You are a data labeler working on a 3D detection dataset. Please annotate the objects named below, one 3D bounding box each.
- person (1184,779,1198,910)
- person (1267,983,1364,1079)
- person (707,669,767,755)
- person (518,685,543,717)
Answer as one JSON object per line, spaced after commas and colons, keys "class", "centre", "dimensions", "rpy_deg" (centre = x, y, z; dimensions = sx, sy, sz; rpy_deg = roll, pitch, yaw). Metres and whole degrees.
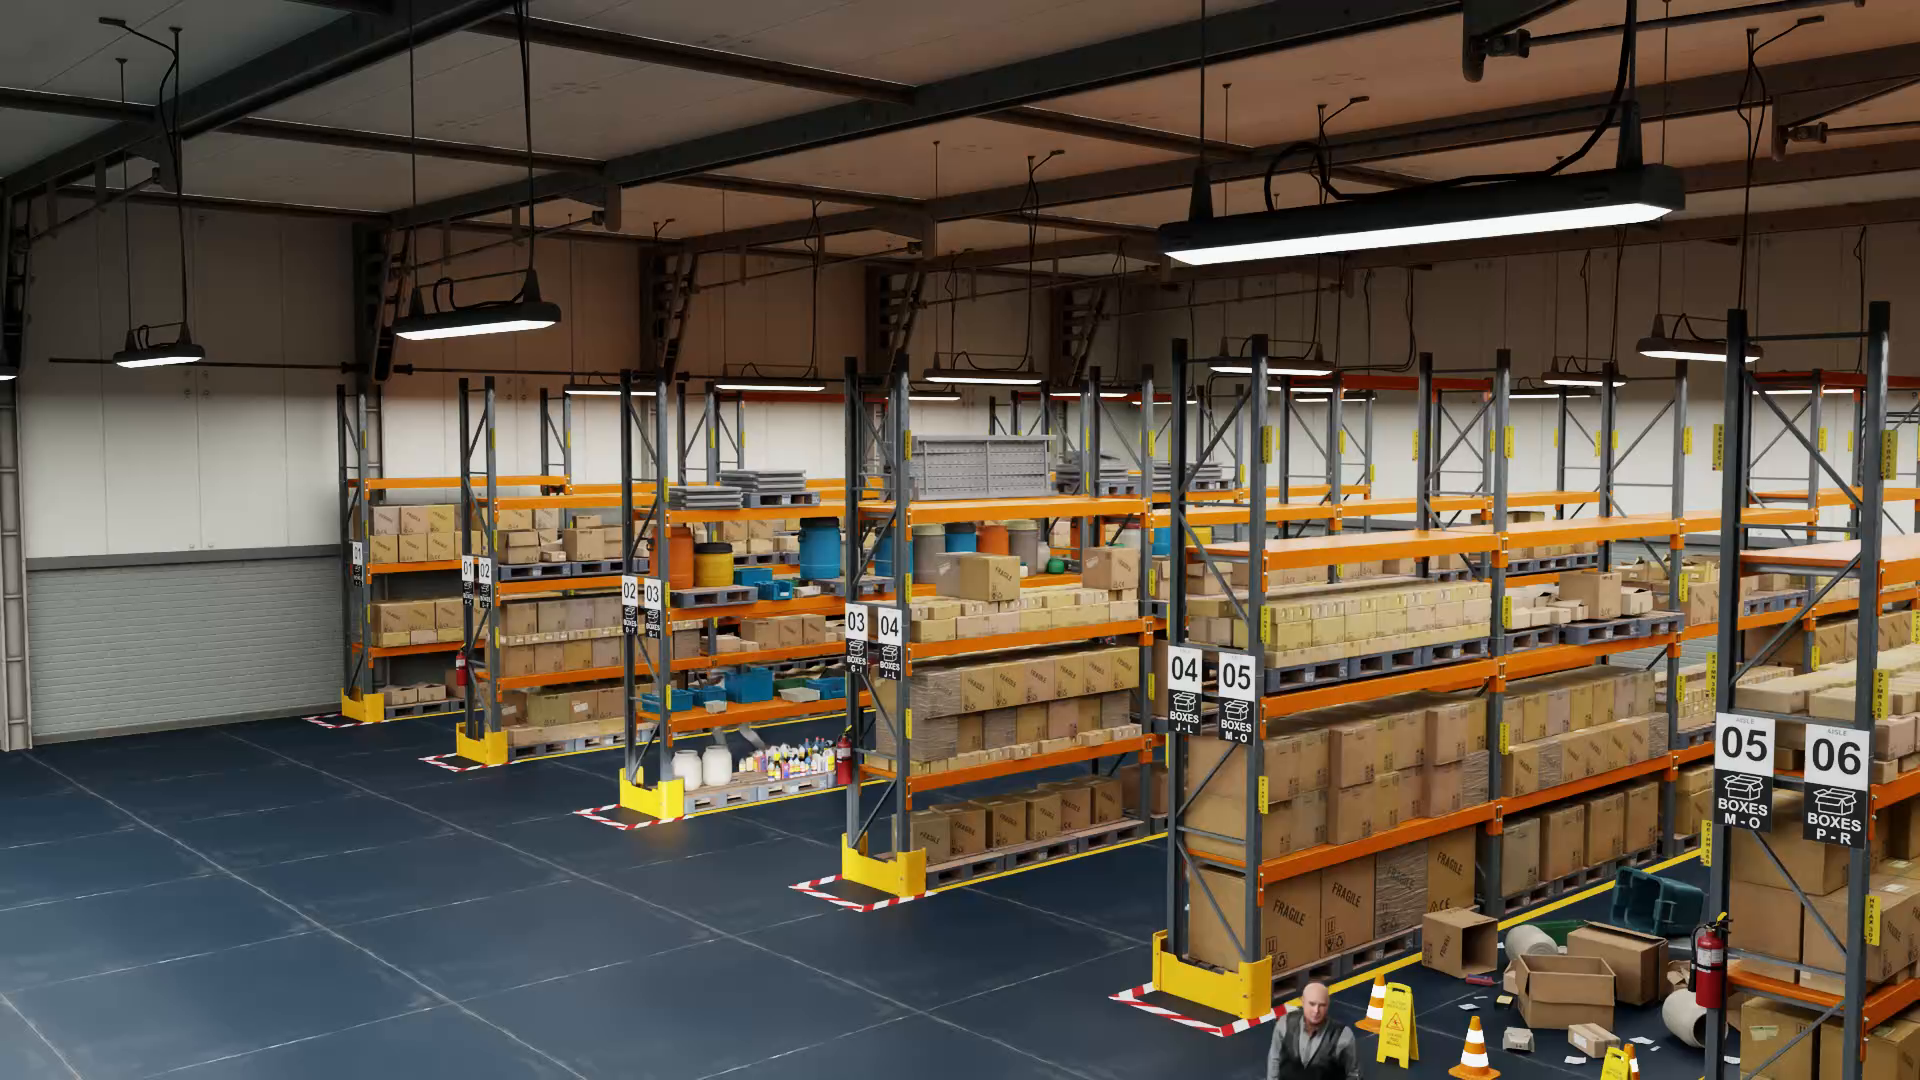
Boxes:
{"class": "person", "centre": [2.770, 3.270, 18.040], "dimensions": [1.109, 1.457, 0.557], "rpy_deg": [-2, 4, -29]}
{"class": "person", "centre": [2.216, 3.606, 10.526], "dimensions": [0.610, 1.685, 0.775], "rpy_deg": [2, 4, 32]}
{"class": "person", "centre": [-3.477, 2.702, 25.910], "dimensions": [1.064, 1.457, 0.581], "rpy_deg": [-2, 4, -32]}
{"class": "person", "centre": [-7.401, 2.448, 28.668], "dimensions": [0.659, 1.728, 0.792], "rpy_deg": [0, 4, 1]}
